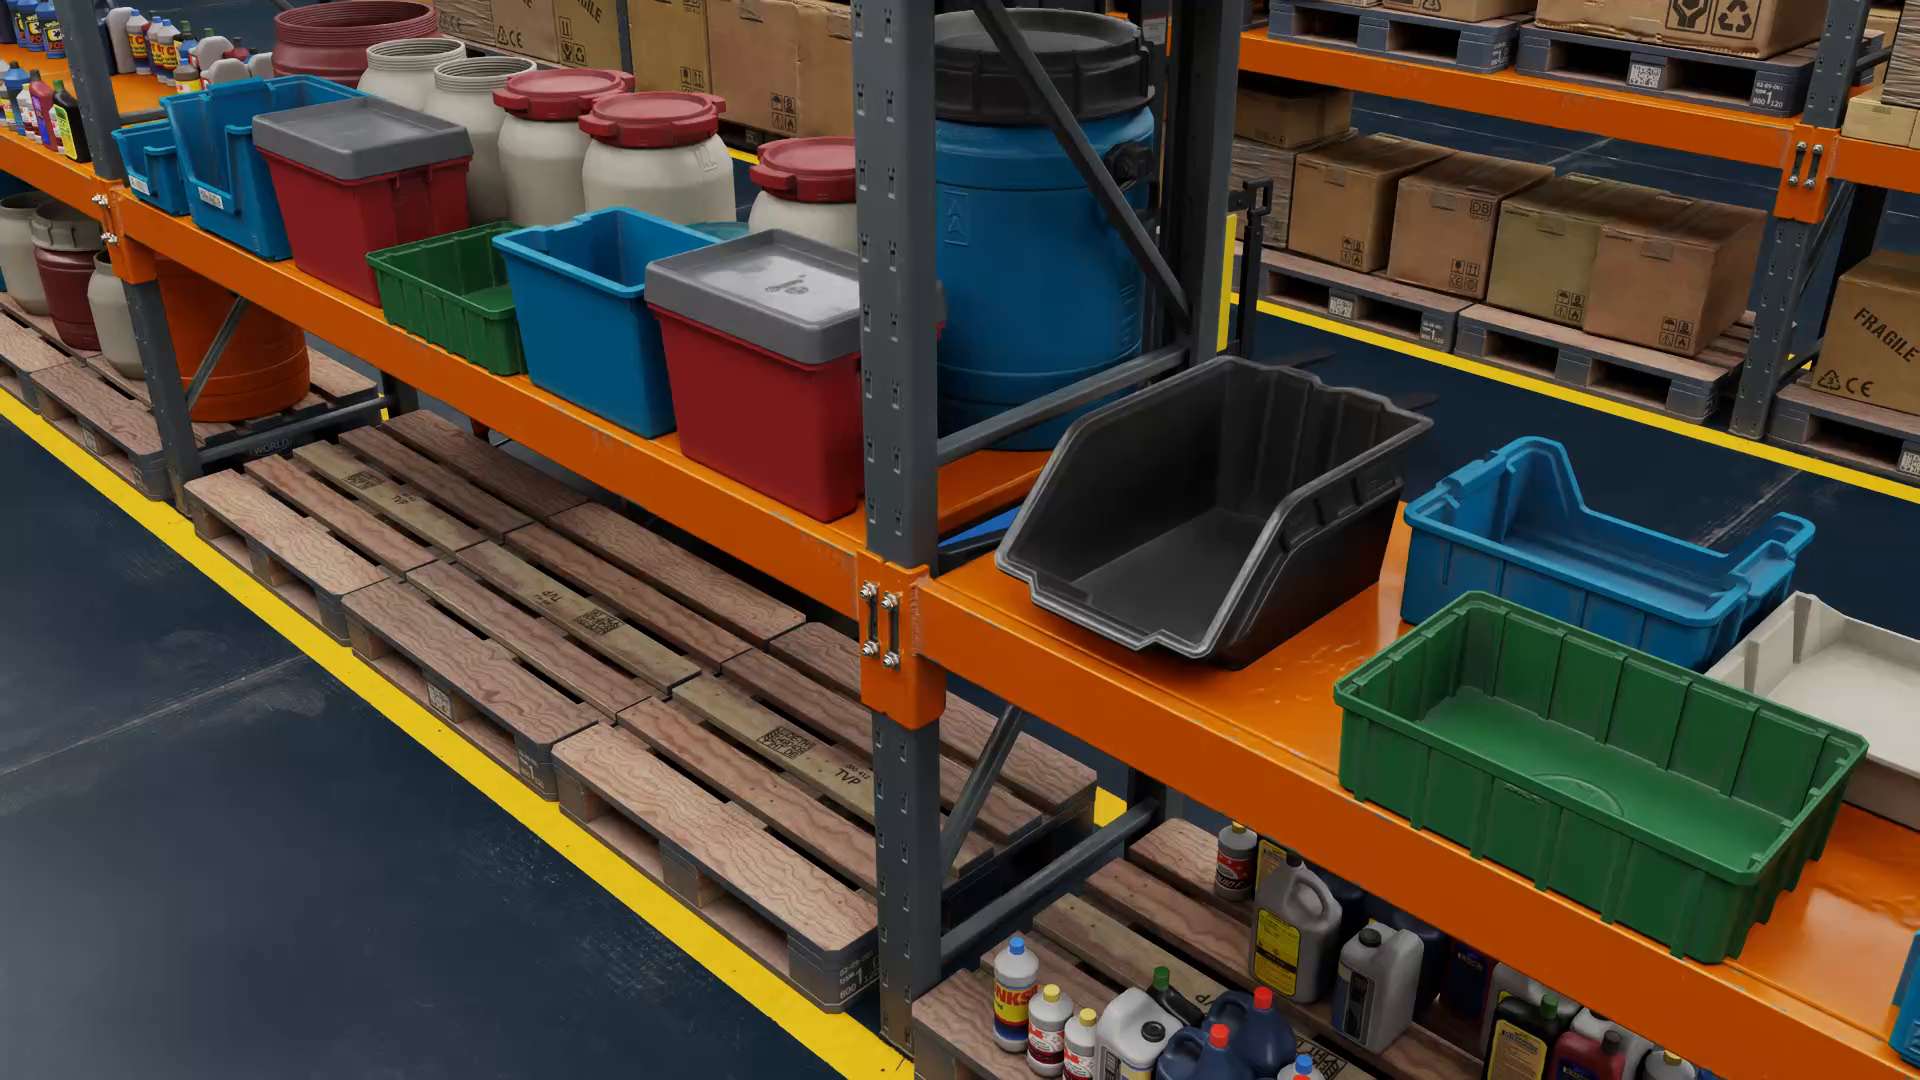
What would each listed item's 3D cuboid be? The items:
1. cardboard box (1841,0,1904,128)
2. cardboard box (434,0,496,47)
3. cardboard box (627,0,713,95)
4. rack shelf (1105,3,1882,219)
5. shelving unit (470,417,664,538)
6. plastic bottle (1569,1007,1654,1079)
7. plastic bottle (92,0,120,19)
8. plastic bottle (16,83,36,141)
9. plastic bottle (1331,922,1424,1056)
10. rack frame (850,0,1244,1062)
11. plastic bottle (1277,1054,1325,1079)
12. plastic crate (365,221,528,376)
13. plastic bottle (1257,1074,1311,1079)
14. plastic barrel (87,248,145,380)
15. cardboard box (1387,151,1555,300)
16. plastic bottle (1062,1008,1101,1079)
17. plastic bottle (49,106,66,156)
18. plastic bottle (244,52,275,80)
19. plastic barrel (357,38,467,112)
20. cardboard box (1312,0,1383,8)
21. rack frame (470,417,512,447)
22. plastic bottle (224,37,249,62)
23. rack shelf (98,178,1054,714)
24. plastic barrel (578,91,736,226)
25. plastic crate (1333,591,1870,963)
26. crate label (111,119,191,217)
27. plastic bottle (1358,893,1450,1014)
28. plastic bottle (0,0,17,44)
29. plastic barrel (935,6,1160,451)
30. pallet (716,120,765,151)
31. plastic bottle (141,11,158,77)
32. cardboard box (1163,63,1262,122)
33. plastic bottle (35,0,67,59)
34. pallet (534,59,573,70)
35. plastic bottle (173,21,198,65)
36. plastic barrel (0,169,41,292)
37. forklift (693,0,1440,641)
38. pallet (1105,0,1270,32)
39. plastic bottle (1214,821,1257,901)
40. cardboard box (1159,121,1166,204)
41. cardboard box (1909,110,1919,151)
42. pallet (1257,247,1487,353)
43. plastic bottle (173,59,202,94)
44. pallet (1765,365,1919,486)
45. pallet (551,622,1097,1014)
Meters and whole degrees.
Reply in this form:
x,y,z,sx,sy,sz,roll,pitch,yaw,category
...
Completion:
x,y,z,sx,sy,sz,roll,pitch,yaw,category
6.033,-3.218,11.113,0.750,0.750,1.050,25,36,38,cardboard box
-3.721,-4.608,13.622,0.875,0.875,0.875,25,36,38,cardboard box
-1.560,-3.580,11.667,0.875,0.875,1.225,25,36,39,cardboard box
2.249,-2.260,8.099,4.000,0.370,1.077,25,36,38,rack shelf
-1.441,-0.709,6.327,1.048,1.125,0.538,23,42,37,shelving unit
1.344,1.065,3.455,0.152,0.276,0.135,-25,36,-38,plastic bottle
-3.832,-2.320,7.492,0.185,0.351,0.144,25,36,38,plastic bottle
-3.541,-1.641,6.361,0.097,0.201,0.097,0,28,0,plastic bottle
0.914,0.963,3.650,0.135,0.276,0.152,25,36,38,plastic bottle
0.202,-0.282,3.564,0.127,3.000,1.000,25,36,38,rack frame
0.675,1.139,3.320,0.097,0.271,0.097,0,28,0,plastic bottle
-1.238,-0.663,4.516,0.662,0.188,0.450,25,36,38,plastic crate
0.621,1.158,3.198,0.185,0.351,0.144,23,35,36,plastic bottle
-3.476,-0.981,7.114,0.421,0.512,0.421,0,28,0,plastic barrel
2.526,-1.566,8.219,0.500,0.500,0.700,21,34,34,cardboard box
0.267,1.077,3.512,0.097,0.201,0.097,0,28,0,plastic bottle
-3.307,-1.534,6.157,0.097,0.201,0.097,0,28,0,plastic bottle
-2.732,-1.781,6.548,0.135,0.276,0.152,25,36,38,plastic bottle
-1.767,-1.372,5.517,0.421,0.512,0.421,0,28,0,plastic barrel
1.856,-2.728,7.924,0.500,0.250,0.500,23,36,37,cardboard box
-1.812,-0.869,6.635,0.032,1.125,0.500,23,42,37,rack frame
-2.934,-1.907,6.779,0.133,0.283,0.061,25,36,38,plastic bottle
-1.224,-0.617,4.973,4.000,0.370,1.077,25,36,38,rack shelf
-0.849,-0.967,4.720,0.433,0.535,0.433,0,28,0,plastic barrel
0.972,0.348,2.593,0.662,0.188,0.450,25,36,38,plastic crate
-2.612,-1.252,5.587,0.416,0.233,0.303,25,36,38,crate label
1.000,0.872,3.741,0.185,0.351,0.144,22,35,36,plastic bottle
-4.587,-2.571,7.970,0.185,0.351,0.144,25,36,38,plastic bottle
0.139,-0.731,3.878,0.708,0.901,0.600,25,36,38,plastic barrel
-1.427,-3.075,11.872,1.213,0.211,1.003,25,36,38,pallet
-3.524,-2.177,7.292,0.133,0.283,0.061,25,36,38,plastic bottle
1.321,-2.443,9.080,0.500,0.250,0.500,-24,36,-37,cardboard box
-4.187,-2.364,7.660,0.097,0.271,0.097,0,28,0,plastic bottle
-2.517,-3.576,12.825,1.213,0.211,1.003,25,36,38,pallet
-3.290,-2.069,7.088,0.133,0.283,0.061,25,36,38,plastic bottle
-4.621,-1.736,8.131,0.708,0.901,0.600,25,36,38,plastic barrel
0.530,-1.450,5.859,3.031,2.935,1.130,-16,32,-28,forklift
1.405,-2.949,8.842,1.003,0.211,1.213,25,36,38,pallet
0.679,0.776,4.084,0.097,0.201,0.097,0,28,0,plastic bottle
1.314,-2.108,9.248,0.500,0.500,0.700,22,35,36,cardboard box
3.786,-1.559,6.262,0.250,0.149,0.380,25,36,38,cardboard box
2.244,-1.344,8.578,1.213,0.211,1.003,25,36,38,pallet
-3.136,-1.852,6.762,0.097,0.201,0.097,0,28,0,plastic bottle
4.178,-0.484,6.945,1.213,0.211,1.003,25,36,38,pallet
-0.385,0.708,4.676,1.213,0.211,1.003,25,36,38,pallet
